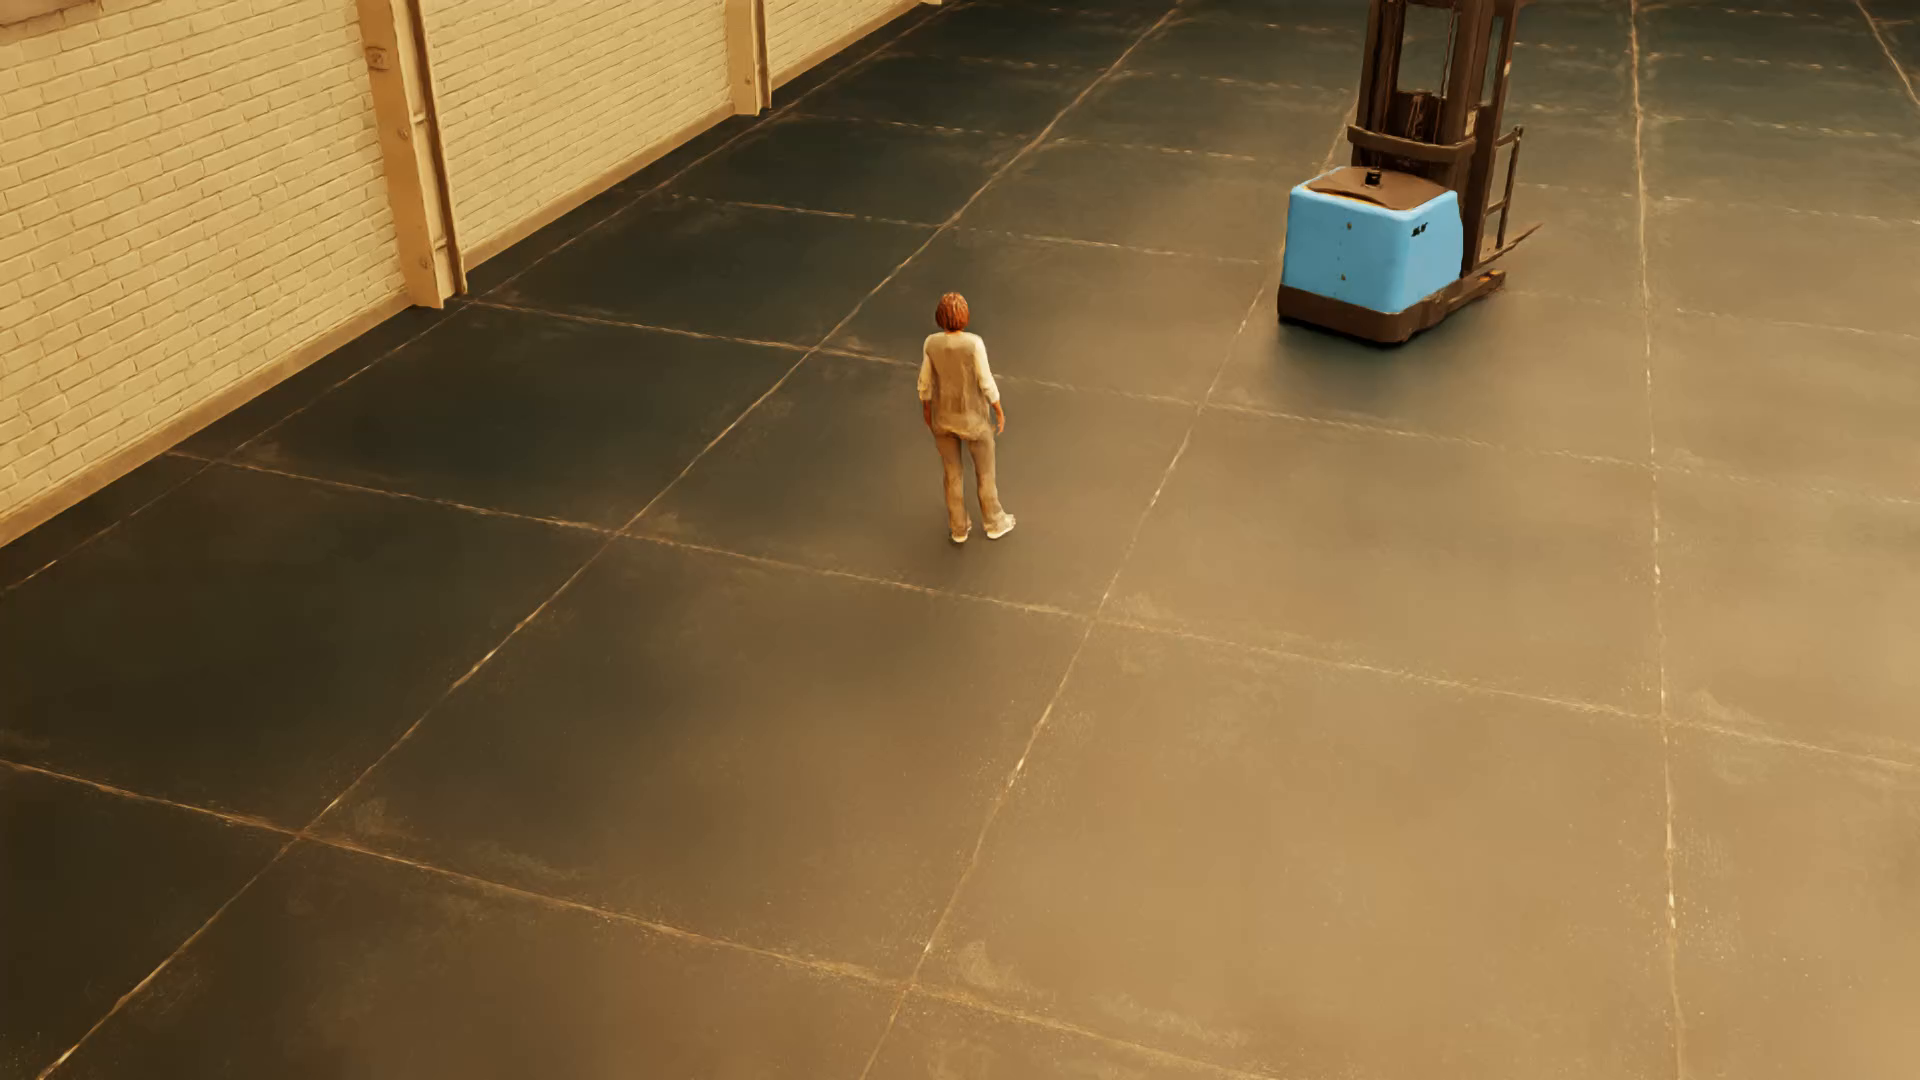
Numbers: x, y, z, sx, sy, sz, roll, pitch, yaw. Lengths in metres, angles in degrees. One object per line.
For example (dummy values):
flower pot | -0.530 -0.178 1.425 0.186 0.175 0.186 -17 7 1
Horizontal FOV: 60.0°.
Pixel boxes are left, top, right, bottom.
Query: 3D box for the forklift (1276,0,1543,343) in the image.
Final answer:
forklift | 3.848 -3.409 13.117 1.130 2.935 3.031 23 37 35

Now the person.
person | 0.037 -0.726 9.758 0.521 1.583 0.473 10 31 16
